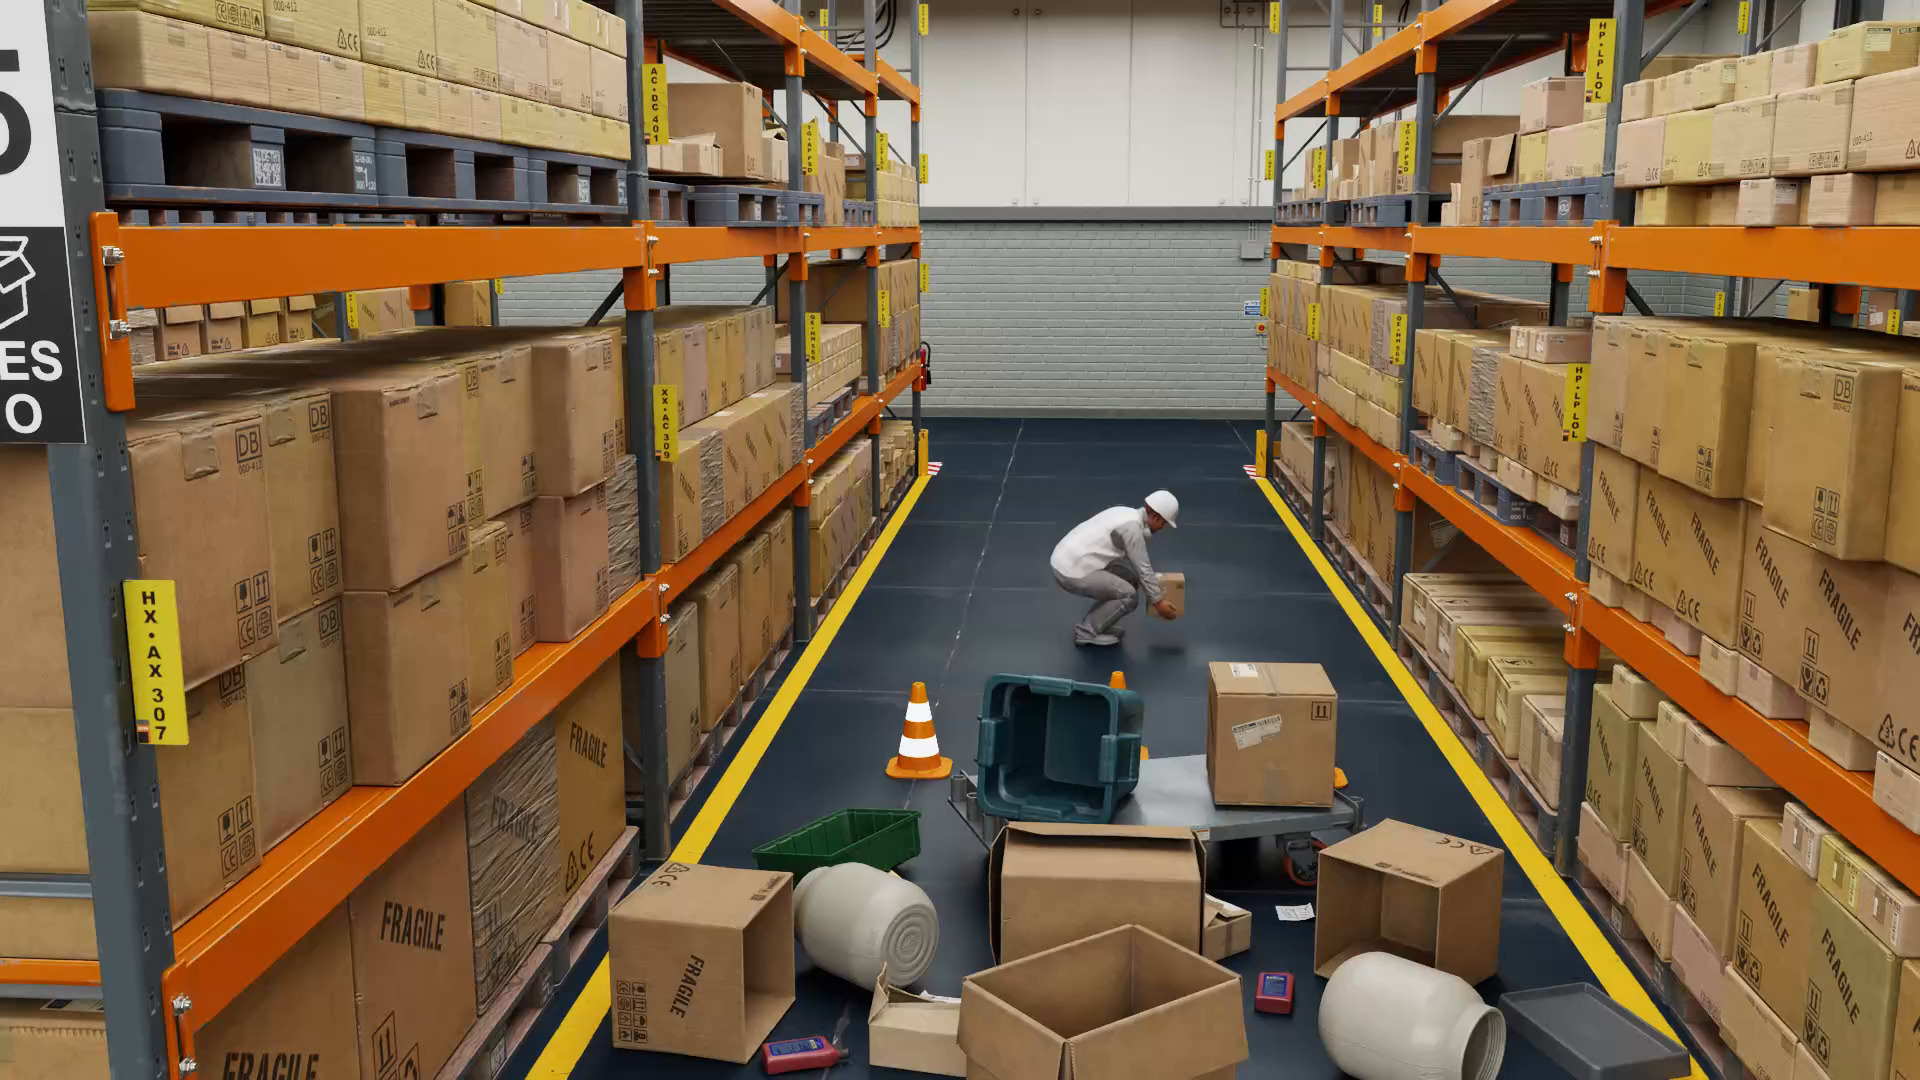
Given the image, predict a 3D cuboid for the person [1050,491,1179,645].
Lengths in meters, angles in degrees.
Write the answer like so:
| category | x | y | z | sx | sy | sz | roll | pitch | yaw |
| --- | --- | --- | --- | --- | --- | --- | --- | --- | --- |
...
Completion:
| category | x | y | z | sx | sy | sz | roll | pitch | yaw |
| --- | --- | --- | --- | --- | --- | --- | --- | --- | --- |
| person | 1.056 | 0.177 | 11.414 | 0.870 | 1.039 | 0.546 | 1 | 11 | 4 |
